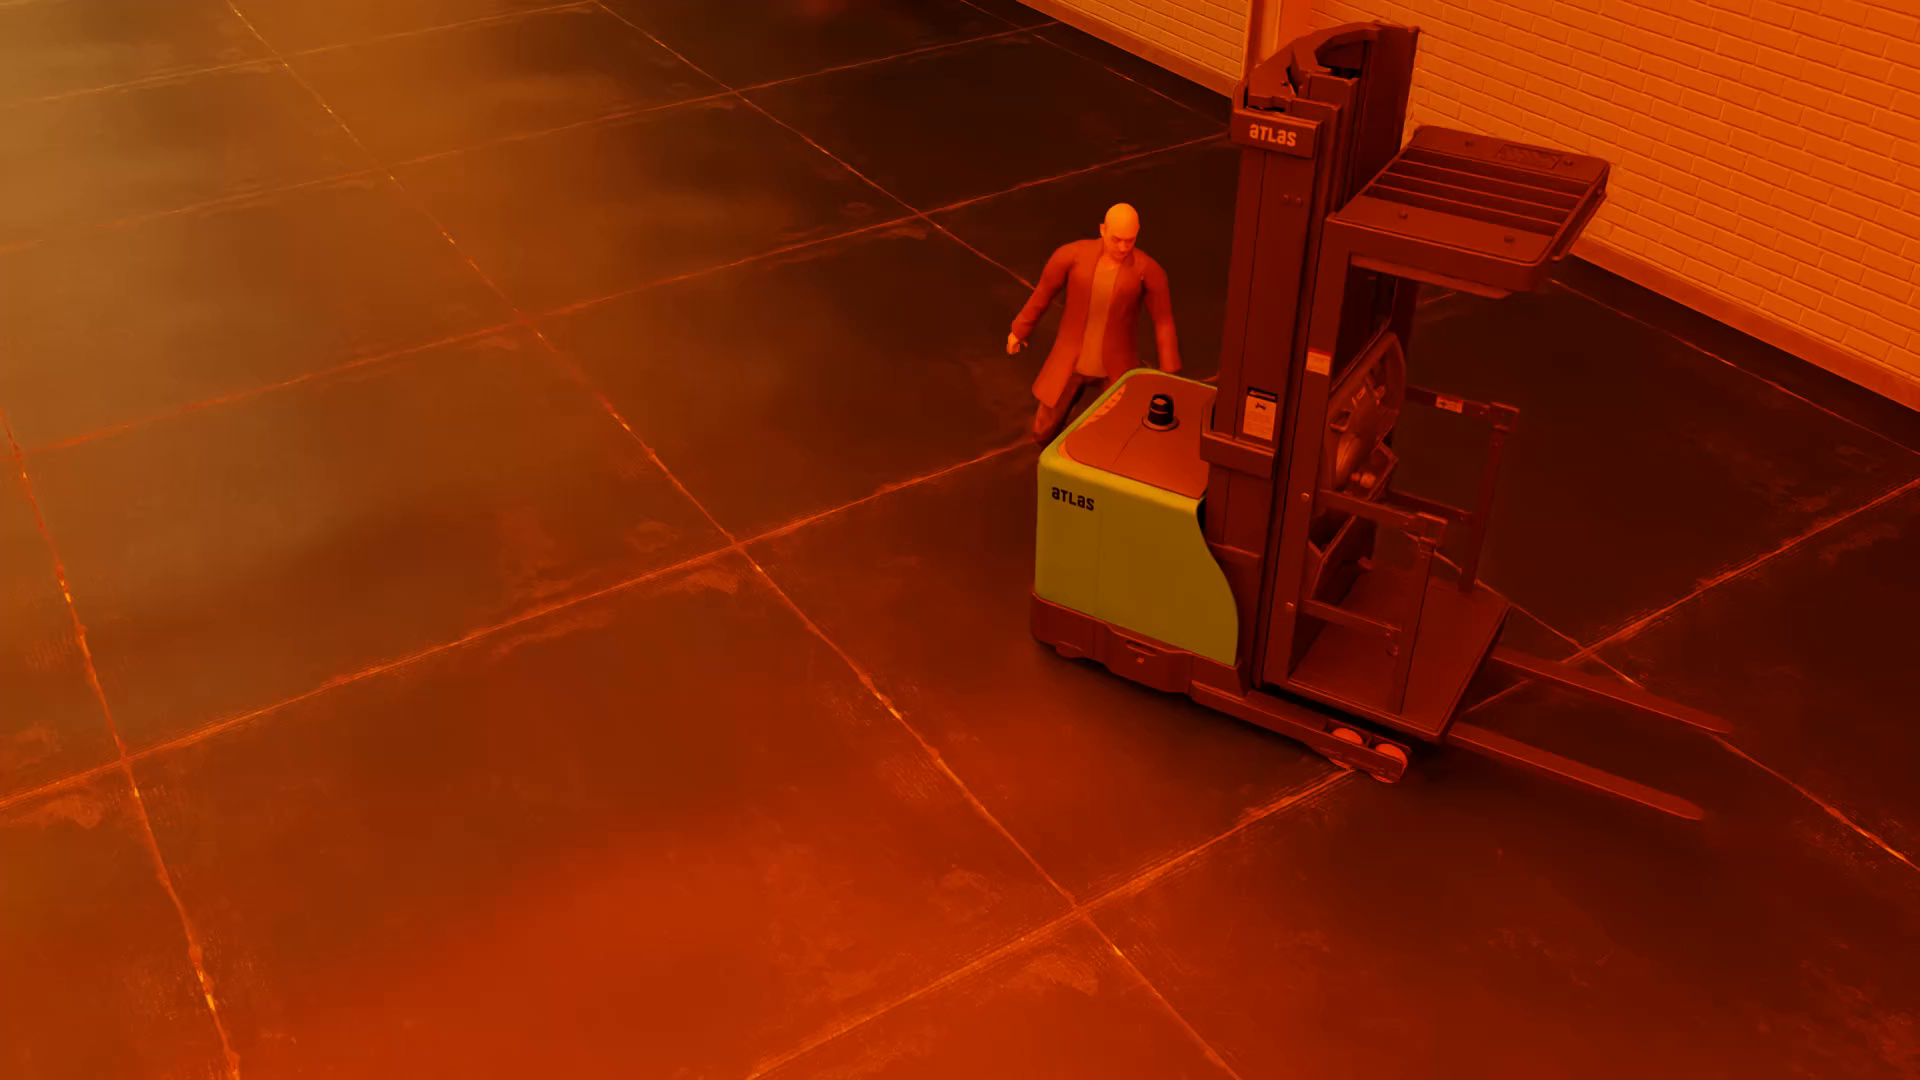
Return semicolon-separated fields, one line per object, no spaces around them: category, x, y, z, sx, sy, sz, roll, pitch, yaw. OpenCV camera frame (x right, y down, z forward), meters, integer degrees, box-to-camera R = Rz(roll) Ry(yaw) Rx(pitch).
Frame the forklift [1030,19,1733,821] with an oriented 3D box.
forklift;1.864;-0.500;6.859;3.031;2.935;1.130;19;39;25

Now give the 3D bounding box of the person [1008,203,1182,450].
person;0.689;-0.960;8.611;0.939;1.687;0.577;9;36;13
